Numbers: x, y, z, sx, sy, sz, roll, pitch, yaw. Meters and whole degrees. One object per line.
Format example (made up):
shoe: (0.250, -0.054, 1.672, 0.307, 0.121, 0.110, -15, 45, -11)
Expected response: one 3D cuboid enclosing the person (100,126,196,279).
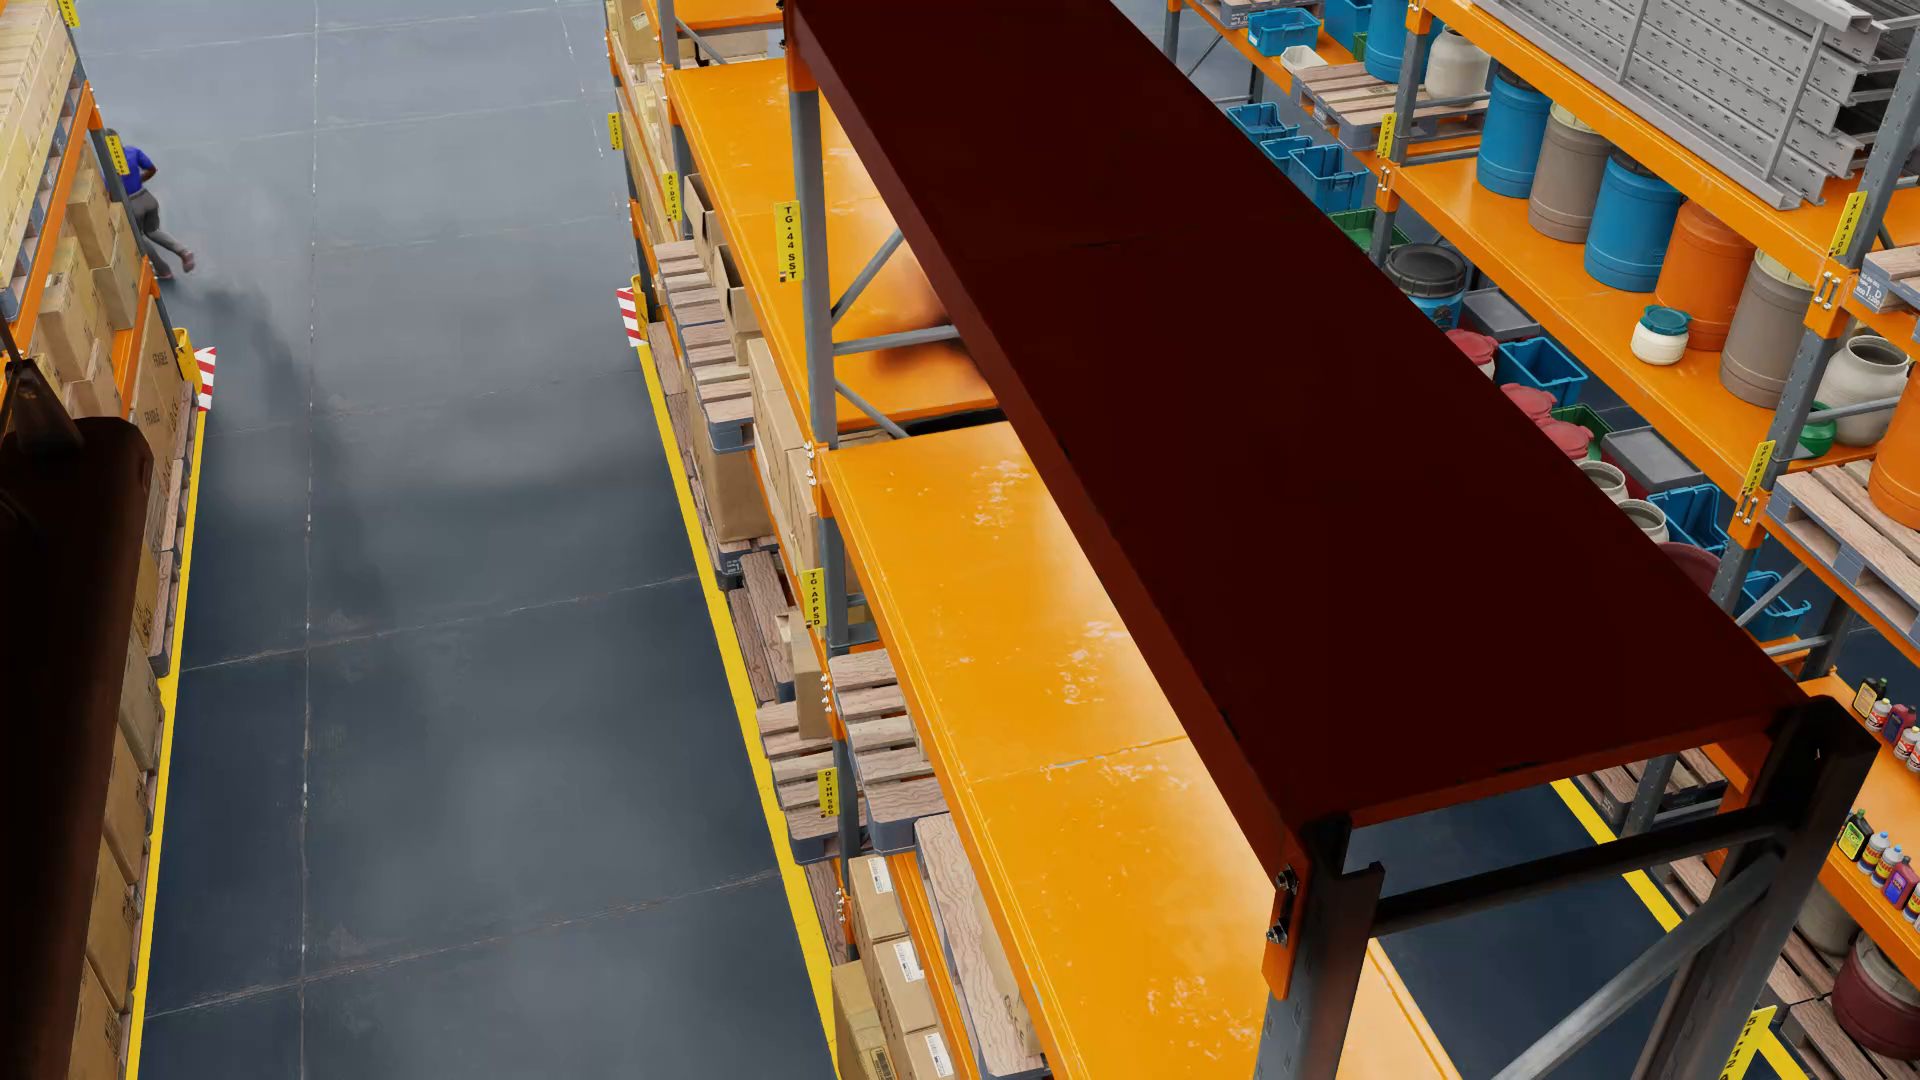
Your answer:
person: (-7.610, -3.072, 15.431, 0.639, 1.614, 0.580, 18, 42, 21)
